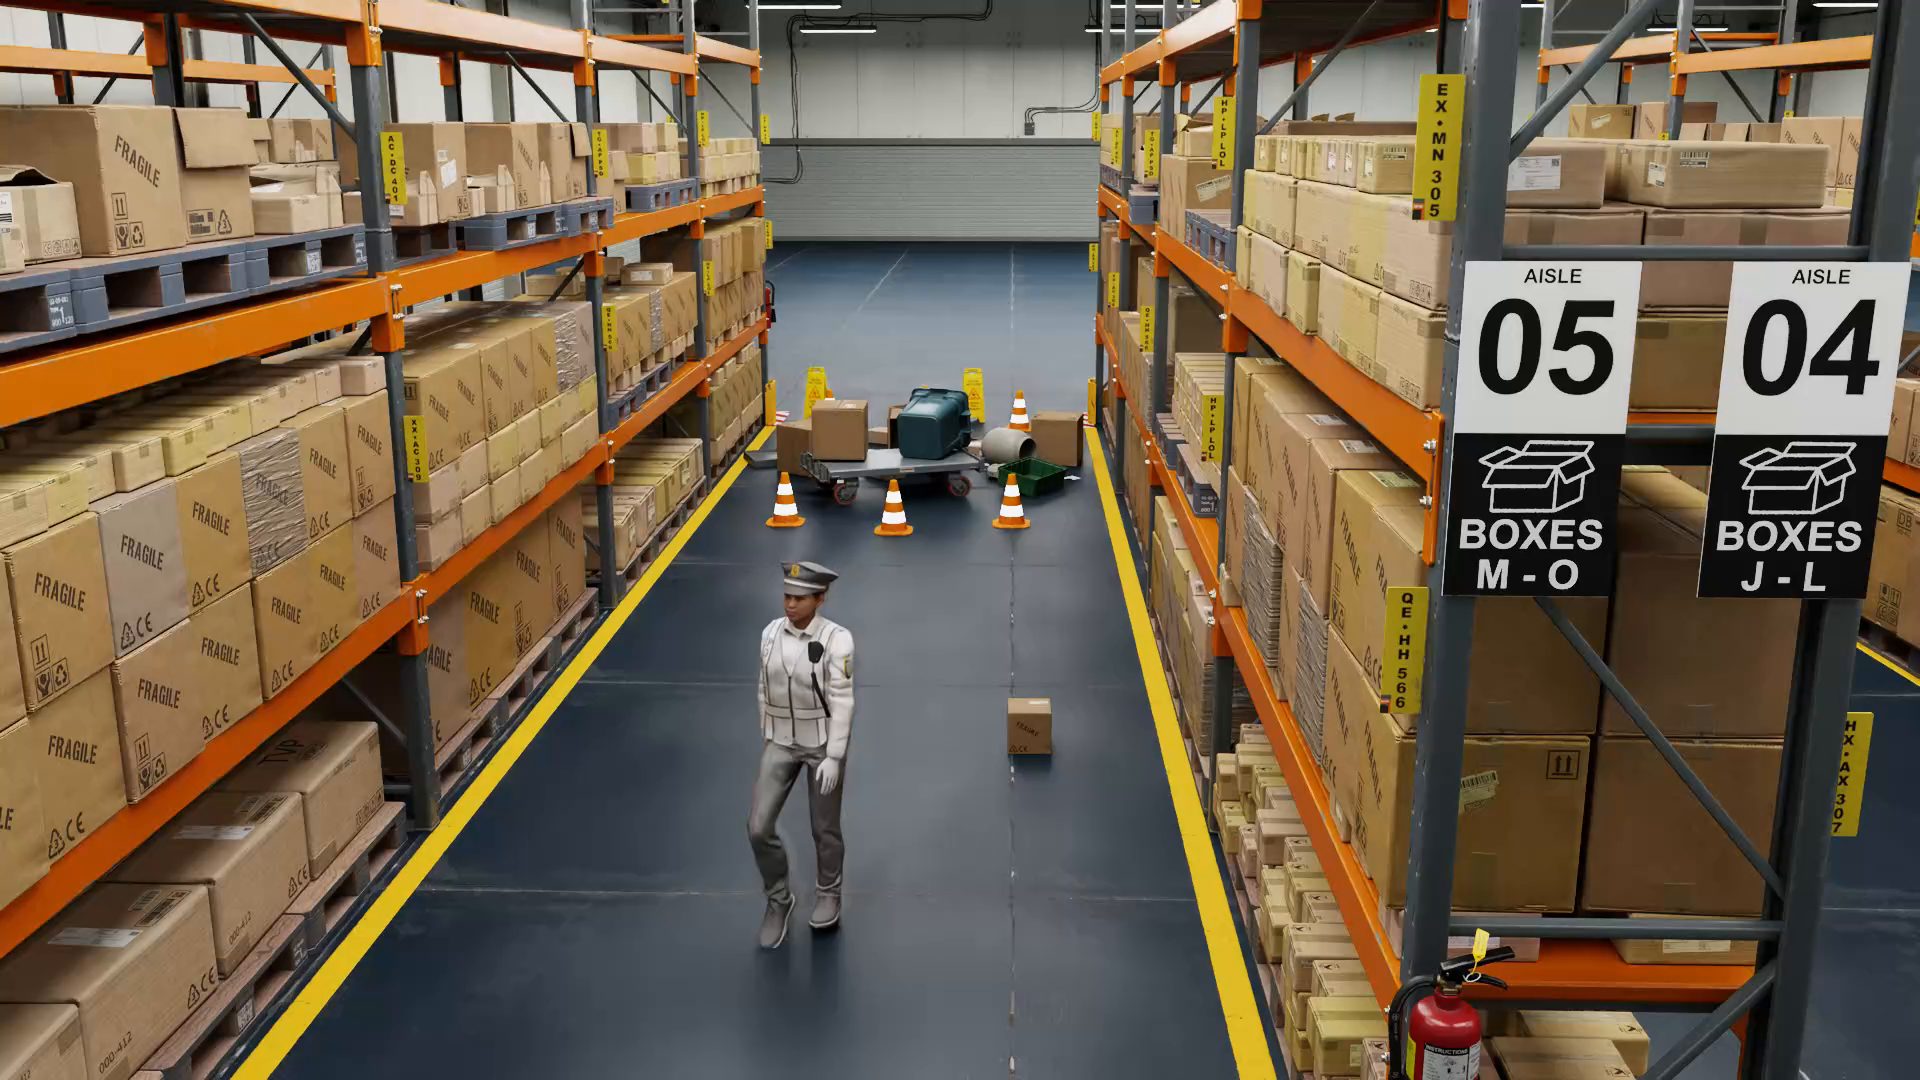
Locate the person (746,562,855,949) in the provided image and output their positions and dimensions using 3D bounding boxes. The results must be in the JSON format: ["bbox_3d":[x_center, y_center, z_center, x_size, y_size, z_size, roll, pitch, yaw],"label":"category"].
[{"bbox_3d":[-0.688,0.930,7.229,0.491,1.728,0.478,4,15,15],"label":"person"}]
